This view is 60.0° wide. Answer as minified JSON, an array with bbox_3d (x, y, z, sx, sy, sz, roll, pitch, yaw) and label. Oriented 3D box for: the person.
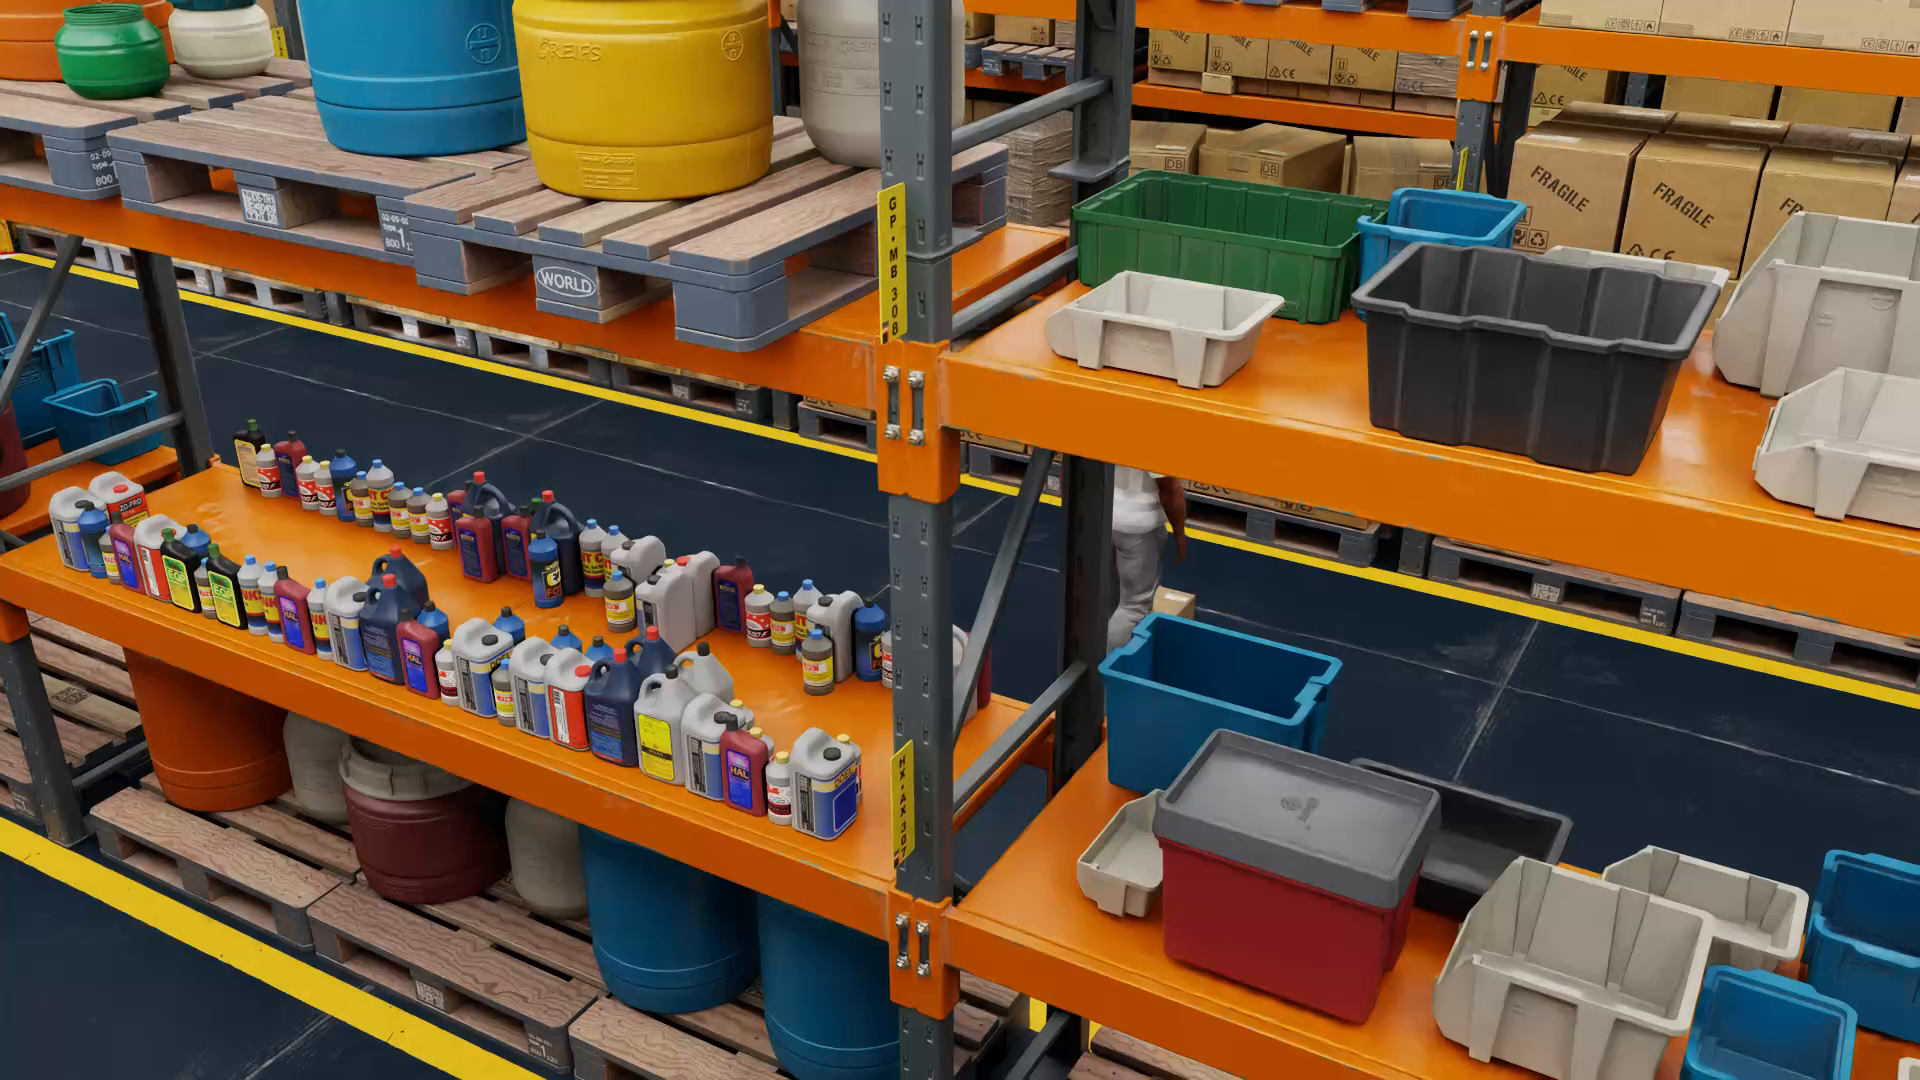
[{"bbox_3d":[0.712,-0.091,7.253,0.601,1.769,0.513,21,33,36],"label":"person"}]
